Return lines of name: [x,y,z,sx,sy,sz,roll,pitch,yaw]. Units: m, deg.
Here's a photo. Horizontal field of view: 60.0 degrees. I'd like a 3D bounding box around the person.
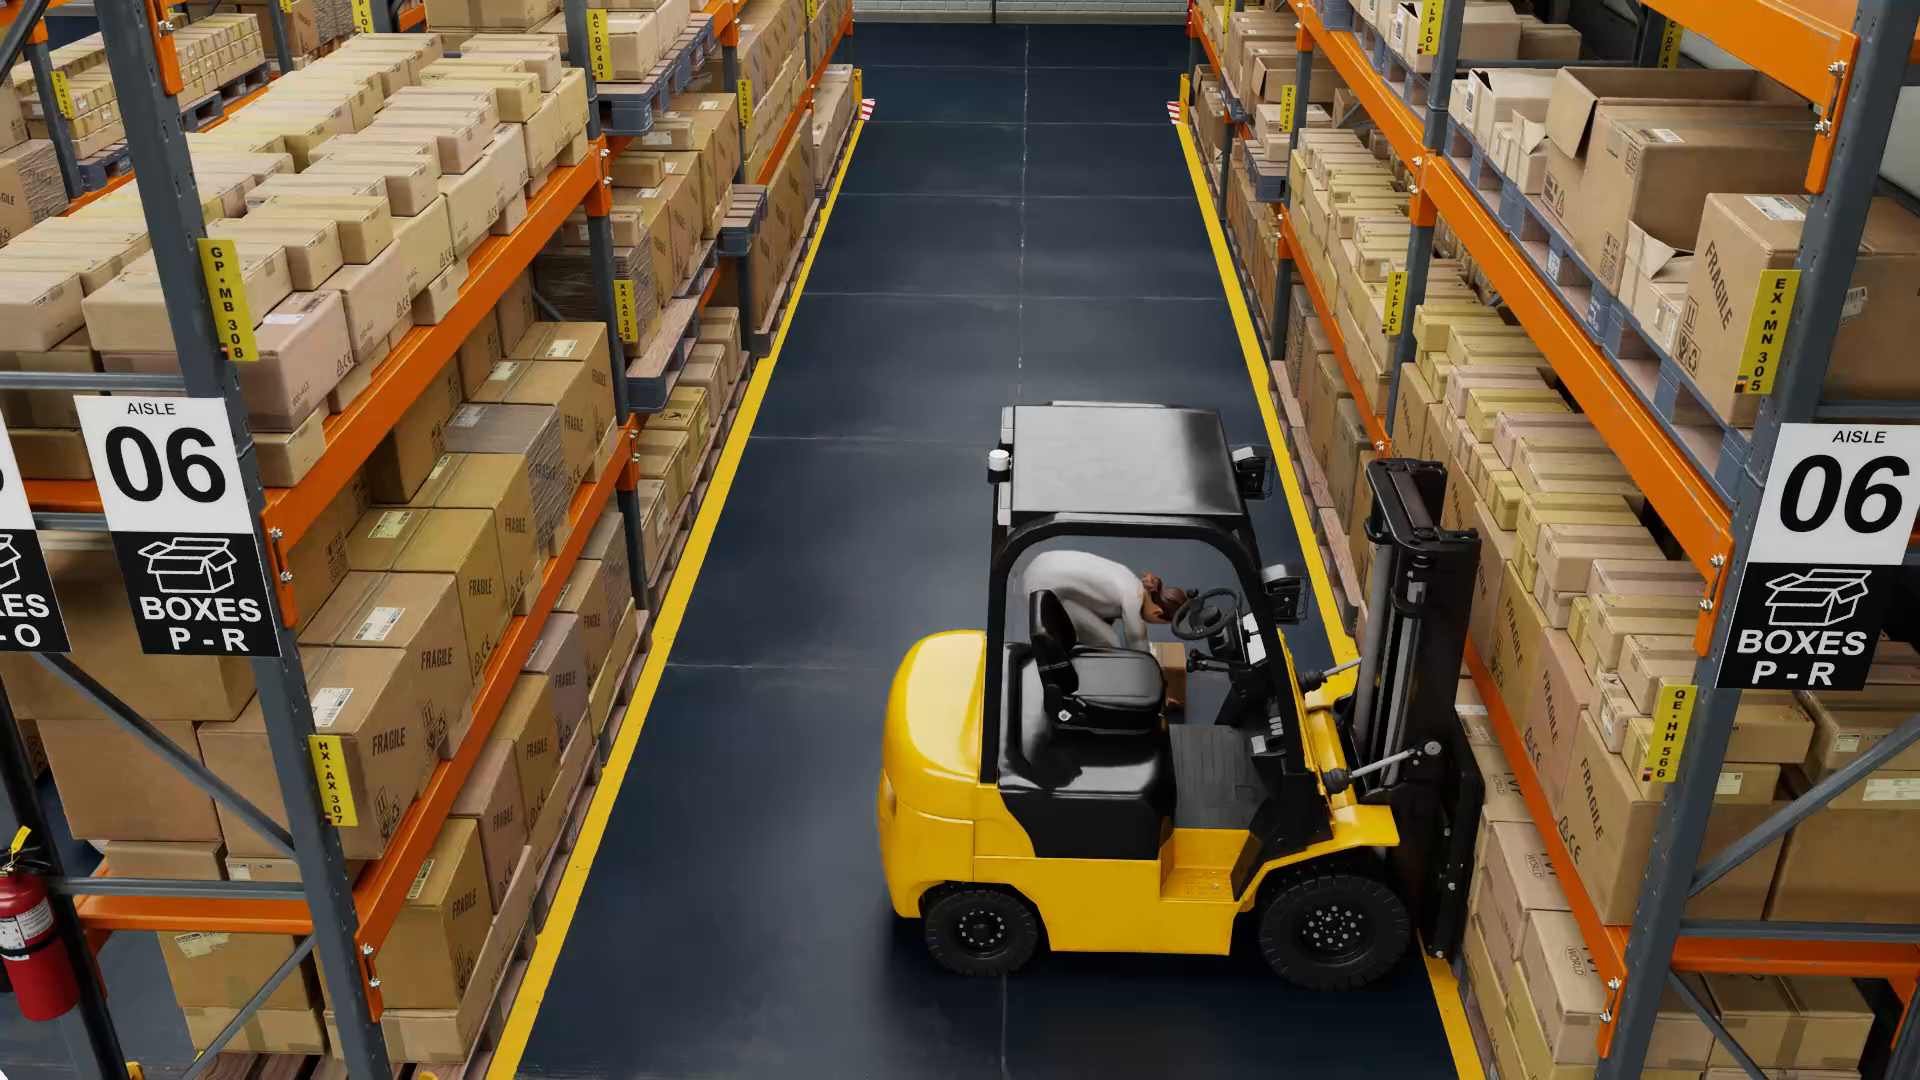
person: [0.746,0.458,8.637,0.852,0.852,0.476,0,28,-1]
